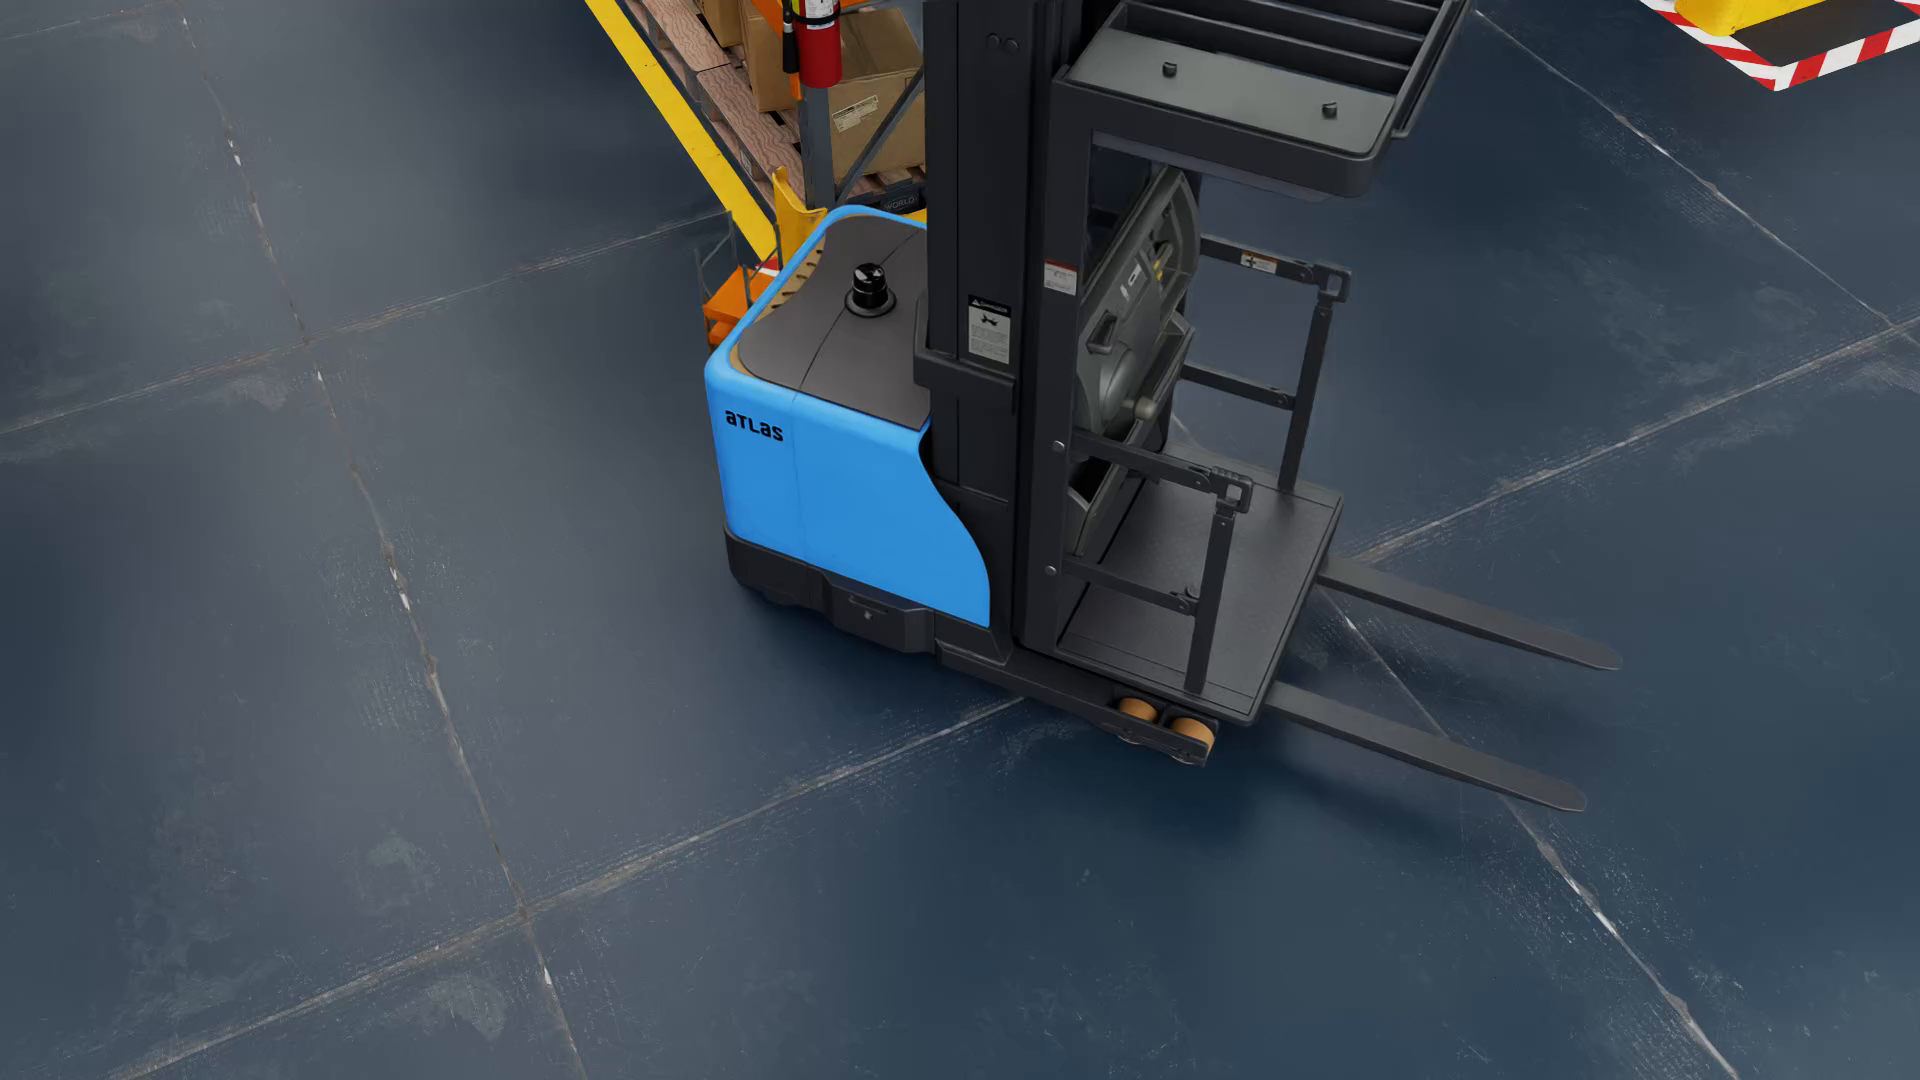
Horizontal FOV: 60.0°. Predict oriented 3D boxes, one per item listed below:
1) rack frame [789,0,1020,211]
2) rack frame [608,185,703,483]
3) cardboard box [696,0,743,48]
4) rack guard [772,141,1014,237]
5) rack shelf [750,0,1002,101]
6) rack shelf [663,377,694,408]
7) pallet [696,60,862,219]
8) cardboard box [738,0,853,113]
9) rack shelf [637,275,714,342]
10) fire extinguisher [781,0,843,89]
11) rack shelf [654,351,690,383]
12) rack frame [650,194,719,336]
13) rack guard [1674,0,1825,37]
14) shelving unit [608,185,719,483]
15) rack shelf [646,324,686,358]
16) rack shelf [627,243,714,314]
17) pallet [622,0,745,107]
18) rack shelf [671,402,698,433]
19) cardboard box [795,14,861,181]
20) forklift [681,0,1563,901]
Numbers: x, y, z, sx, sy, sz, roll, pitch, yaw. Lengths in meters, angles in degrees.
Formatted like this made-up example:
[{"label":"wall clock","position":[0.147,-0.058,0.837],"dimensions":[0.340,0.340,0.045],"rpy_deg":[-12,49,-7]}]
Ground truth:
[{"label":"rack frame","position":[-0.170,-2.234,6.211],"dimensions":[1.000,3.000,0.127],"rpy_deg":[-21,52,-18]},{"label":"rack frame","position":[-1.045,-0.723,6.093],"dimensions":[0.006,1.200,0.240],"rpy_deg":[17,51,26]},{"label":"cardboard box","position":[-1.015,-2.787,8.076],"dimensions":[0.500,0.500,0.500],"rpy_deg":[-17,51,-14]},{"label":"rack guard","position":[-0.205,-1.462,7.196],"dimensions":[1.175,0.500,0.348],"rpy_deg":[-21,52,-18]},{"label":"rack shelf","position":[-1.085,-3.336,7.653],"dimensions":[1.077,0.370,4.000],"rpy_deg":[-21,52,-18]},{"label":"rack shelf","position":[-0.945,-0.582,6.167],"dimensions":[0.180,0.103,0.258],"rpy_deg":[17,51,26]},{"label":"pallet","position":[-0.545,-1.923,7.791],"dimensions":[1.003,0.211,1.213],"rpy_deg":[-21,52,-18]},{"label":"cardboard box","position":[-0.745,-2.361,7.704],"dimensions":[0.500,0.500,0.500],"rpy_deg":[-9,49,-8]},{"label":"rack shelf","position":[-0.993,-0.837,5.917],"dimensions":[0.180,0.103,0.258],"rpy_deg":[17,51,26]},{"label":"fire extinguisher","position":[-0.527,-1.973,6.034],"dimensions":[0.296,0.674,0.183],"rpy_deg":[-21,52,-18]},{"label":"rack shelf","position":[-0.961,-0.667,6.084],"dimensions":[0.180,0.103,0.258],"rpy_deg":[17,51,26]},{"label":"rack frame","position":[-0.889,-0.674,6.012],"dimensions":[0.006,1.200,0.240],"rpy_deg":[17,51,26]},{"label":"rack guard","position":[4.297,-3.036,8.573],"dimensions":[1.175,0.500,0.348],"rpy_deg":[-21,52,-18]},{"label":"shelving unit","position":[-0.967,-0.698,6.053],"dimensions":[0.189,1.200,0.258],"rpy_deg":[17,51,26]},{"label":"rack shelf","position":[-0.977,-0.752,6.000],"dimensions":[0.180,0.103,0.258],"rpy_deg":[17,51,26]},{"label":"rack shelf","position":[-1.010,-0.922,5.834],"dimensions":[0.180,0.103,0.258],"rpy_deg":[17,51,26]},{"label":"pallet","position":[-1.099,-2.738,8.505],"dimensions":[1.003,0.211,1.213],"rpy_deg":[-21,52,-18]},{"label":"rack shelf","position":[-0.929,-0.497,6.250],"dimensions":[0.180,0.103,0.258],"rpy_deg":[17,51,26]},{"label":"cardboard box","position":[-0.441,-1.973,7.364],"dimensions":[0.500,0.500,0.500],"rpy_deg":[-13,50,-11]},{"label":"forklift","position":[0.538,-0.621,4.846],"dimensions":[3.031,2.935,1.130],"rpy_deg":[30,55,23]}]
